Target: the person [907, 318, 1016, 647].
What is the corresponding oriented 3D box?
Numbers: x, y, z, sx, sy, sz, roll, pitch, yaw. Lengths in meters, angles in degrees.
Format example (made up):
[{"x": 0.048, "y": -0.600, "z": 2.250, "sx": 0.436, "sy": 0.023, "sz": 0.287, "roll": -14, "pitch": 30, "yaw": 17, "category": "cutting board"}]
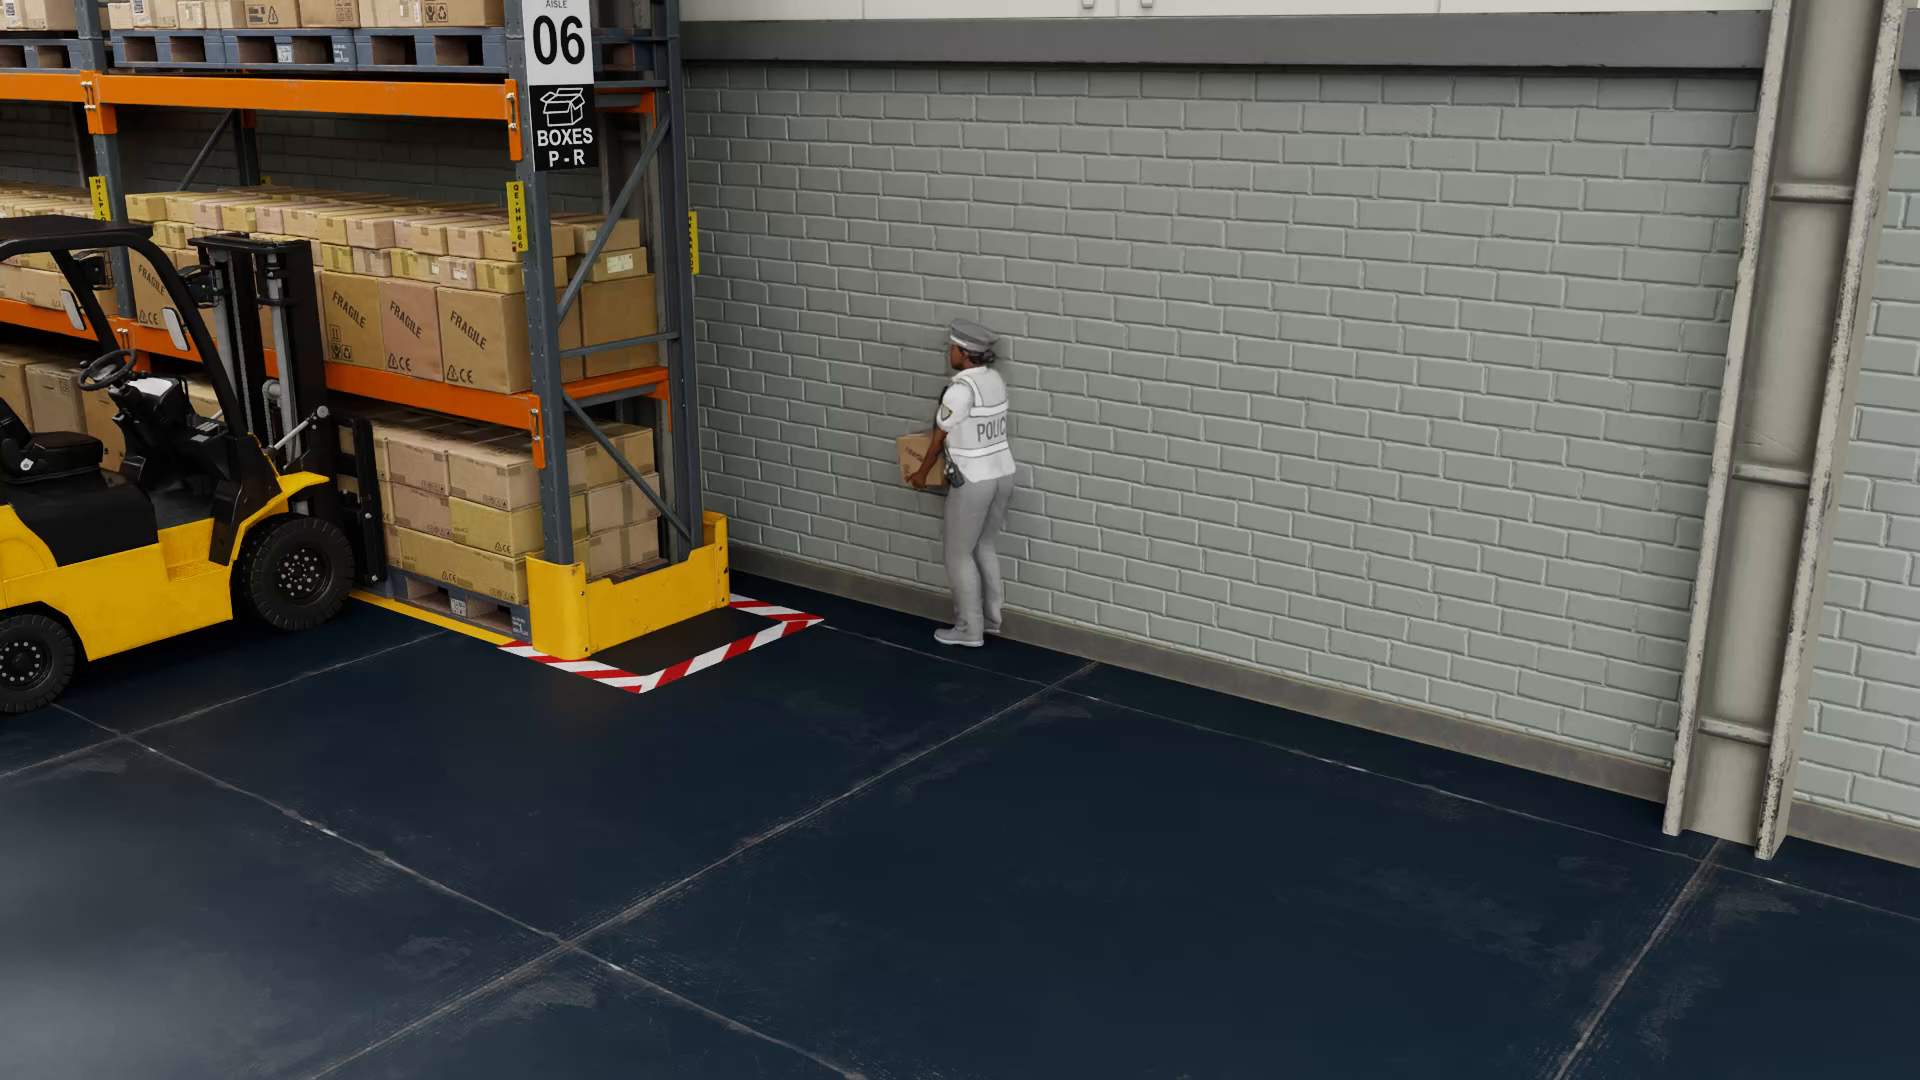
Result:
[{"x": 0.013, "y": -0.299, "z": 8.525, "sx": 0.531, "sy": 1.679, "sz": 0.416, "roll": 12, "pitch": 20, "yaw": 34, "category": "person"}]
